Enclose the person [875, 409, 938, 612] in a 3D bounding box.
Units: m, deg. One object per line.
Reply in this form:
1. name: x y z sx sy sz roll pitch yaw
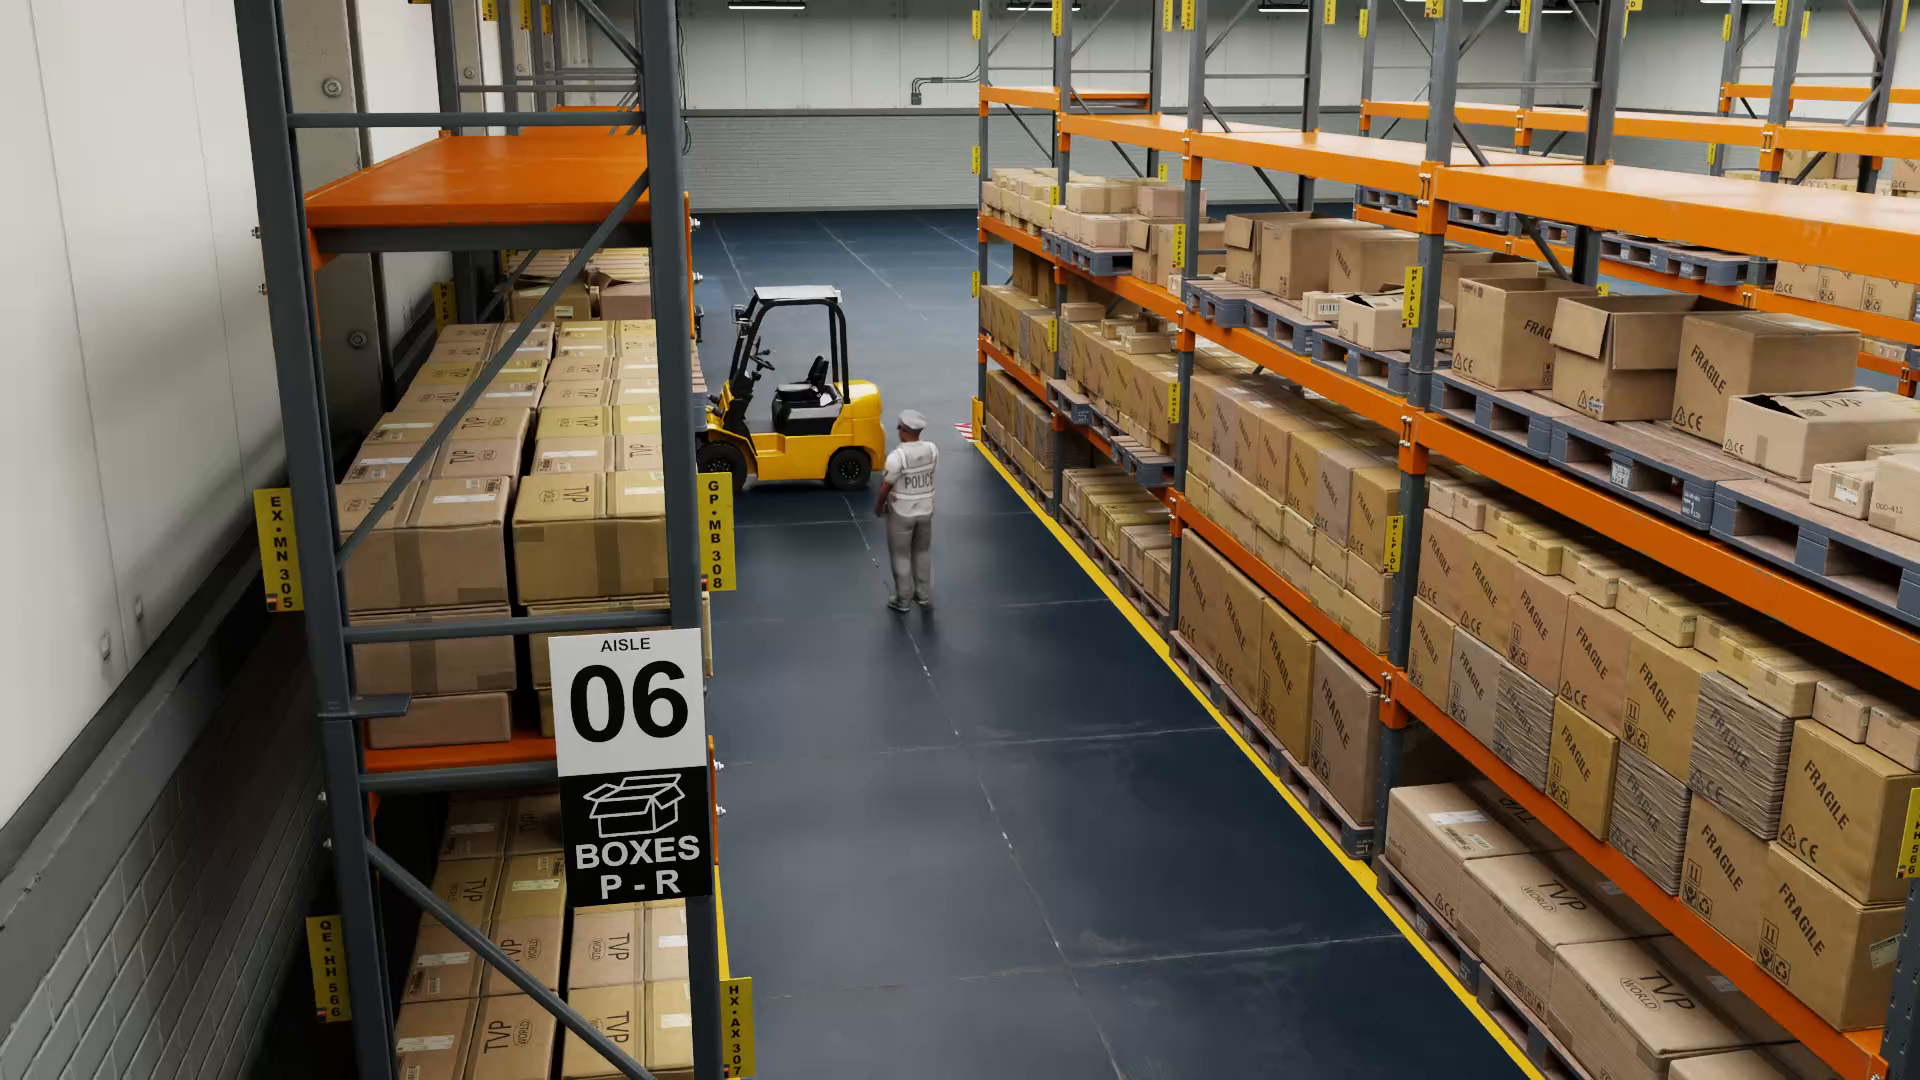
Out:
1. person: -0.461 -0.269 14.375 0.572 1.789 0.518 -13 21 -38
